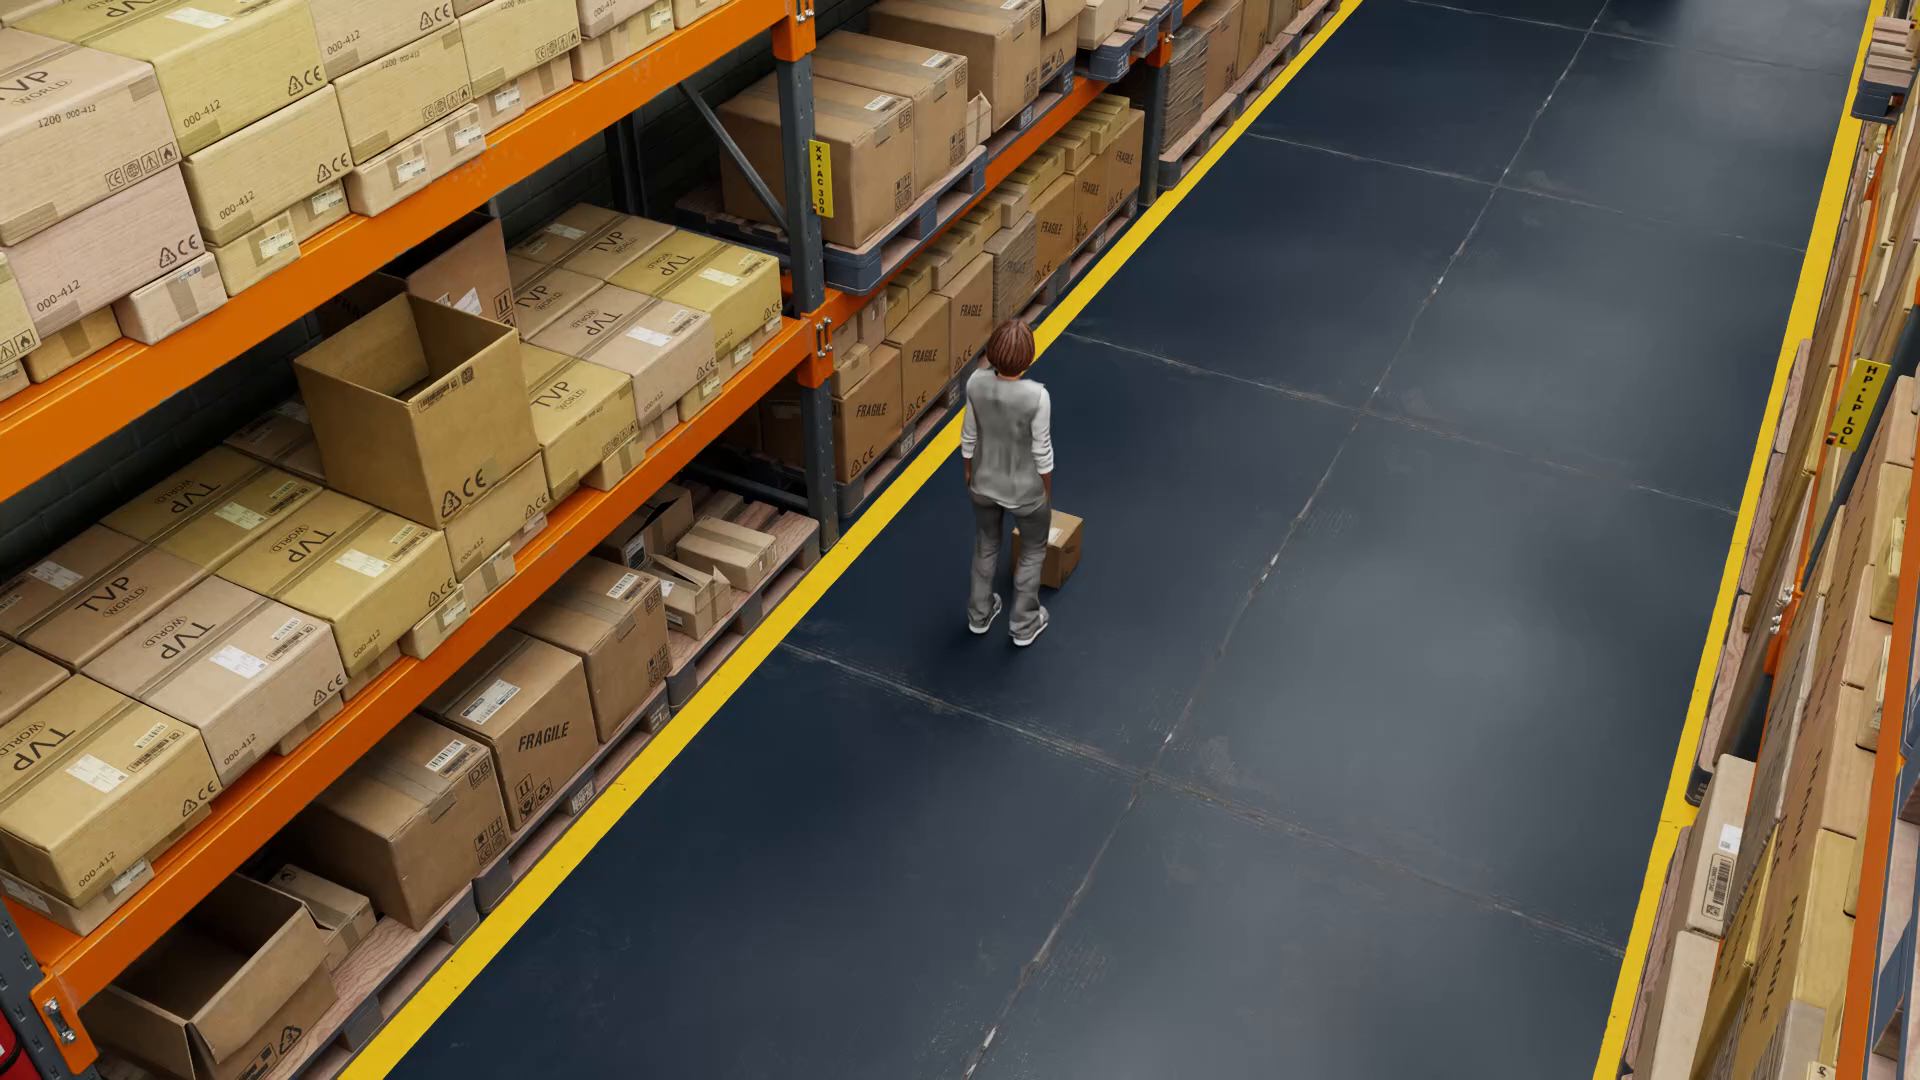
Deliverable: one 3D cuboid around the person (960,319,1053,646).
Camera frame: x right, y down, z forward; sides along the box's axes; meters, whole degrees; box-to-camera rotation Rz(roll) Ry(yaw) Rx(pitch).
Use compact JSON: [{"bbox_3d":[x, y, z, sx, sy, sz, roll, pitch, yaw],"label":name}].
[{"bbox_3d":[0.199,-0.234,7.058,0.420,1.589,0.312,17,41,20],"label":"person"}]
